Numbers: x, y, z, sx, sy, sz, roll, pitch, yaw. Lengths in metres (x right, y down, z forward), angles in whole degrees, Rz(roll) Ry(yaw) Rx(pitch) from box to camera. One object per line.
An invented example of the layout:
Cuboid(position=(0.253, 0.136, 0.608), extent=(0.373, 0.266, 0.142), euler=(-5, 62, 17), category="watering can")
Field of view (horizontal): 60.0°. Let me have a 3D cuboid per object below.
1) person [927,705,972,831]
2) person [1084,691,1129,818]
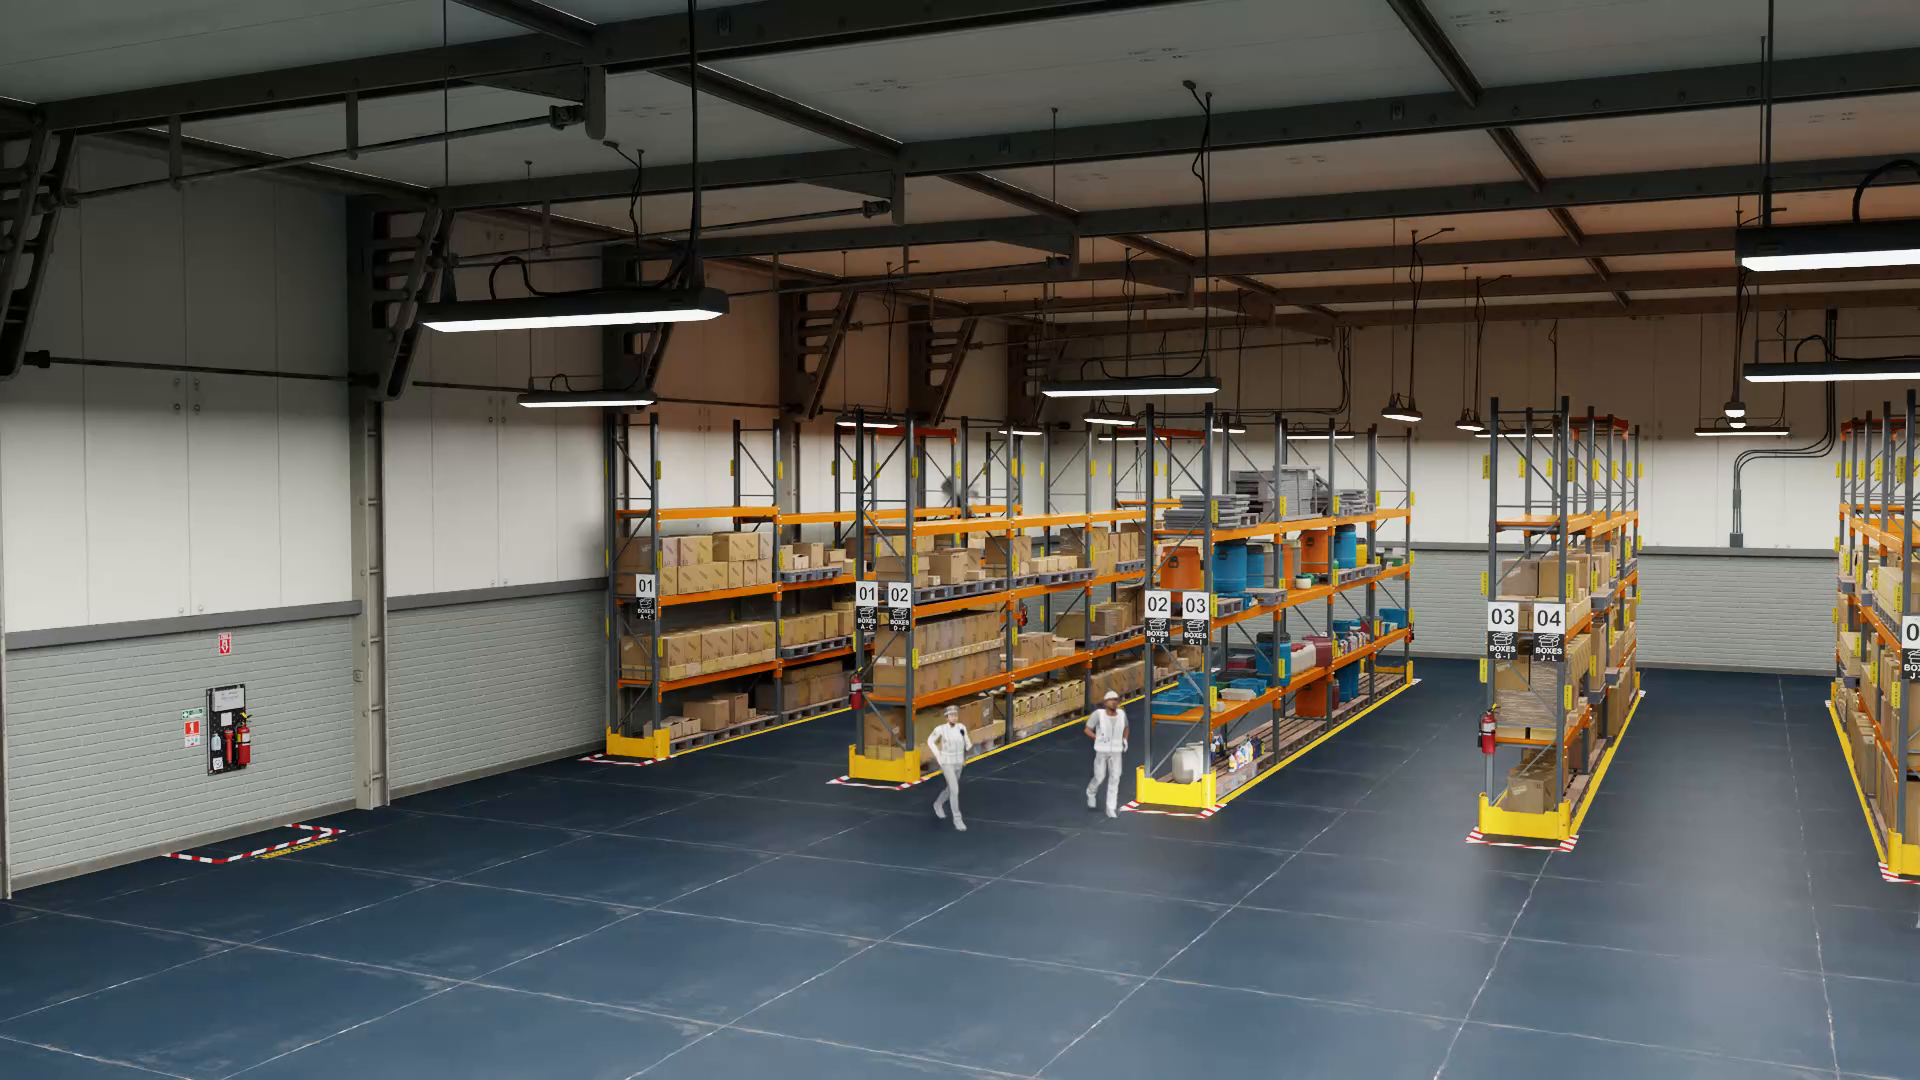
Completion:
Cuboid(position=(-0.112, 3.172, 23.430), extent=(0.596, 1.717, 0.866), euler=(-2, 3, -32), category="person")
Cuboid(position=(2.164, 3.092, 24.195), extent=(0.709, 1.785, 0.863), euler=(0, 2, -12), category="person")
